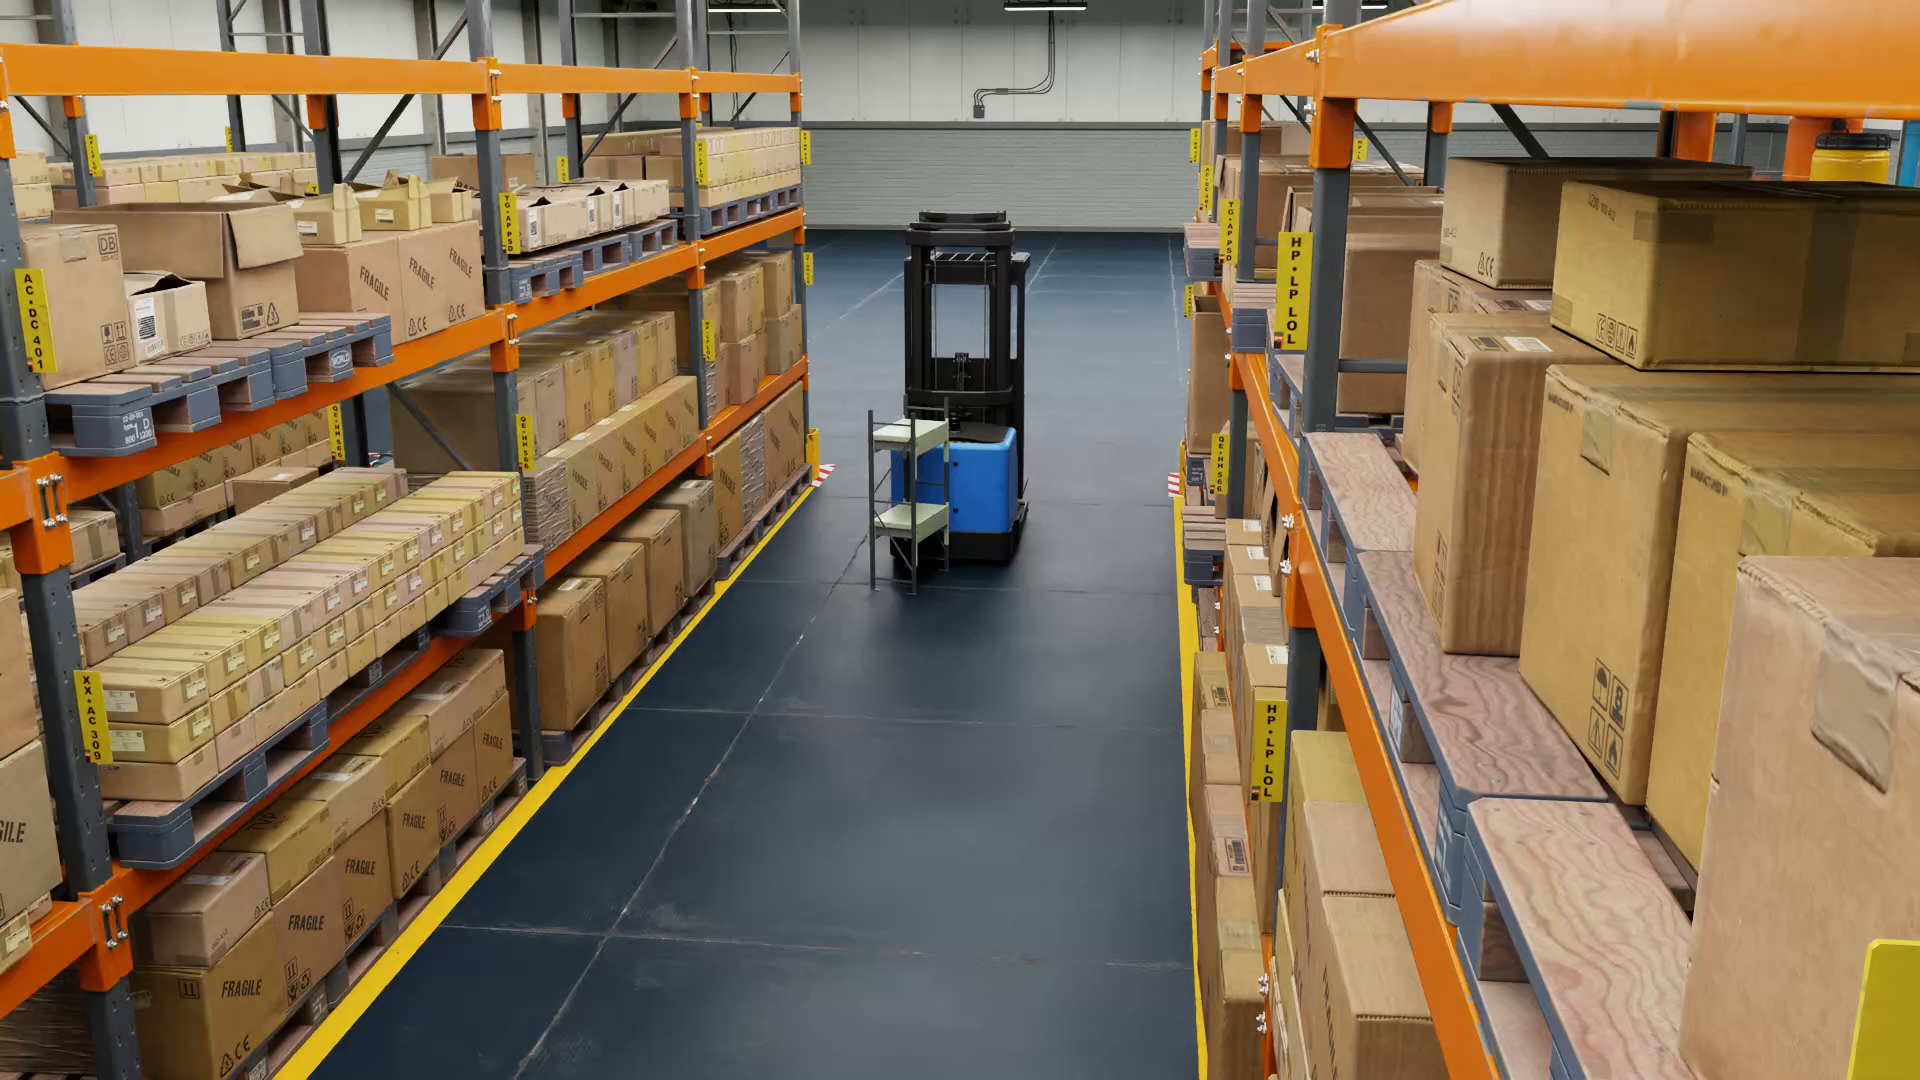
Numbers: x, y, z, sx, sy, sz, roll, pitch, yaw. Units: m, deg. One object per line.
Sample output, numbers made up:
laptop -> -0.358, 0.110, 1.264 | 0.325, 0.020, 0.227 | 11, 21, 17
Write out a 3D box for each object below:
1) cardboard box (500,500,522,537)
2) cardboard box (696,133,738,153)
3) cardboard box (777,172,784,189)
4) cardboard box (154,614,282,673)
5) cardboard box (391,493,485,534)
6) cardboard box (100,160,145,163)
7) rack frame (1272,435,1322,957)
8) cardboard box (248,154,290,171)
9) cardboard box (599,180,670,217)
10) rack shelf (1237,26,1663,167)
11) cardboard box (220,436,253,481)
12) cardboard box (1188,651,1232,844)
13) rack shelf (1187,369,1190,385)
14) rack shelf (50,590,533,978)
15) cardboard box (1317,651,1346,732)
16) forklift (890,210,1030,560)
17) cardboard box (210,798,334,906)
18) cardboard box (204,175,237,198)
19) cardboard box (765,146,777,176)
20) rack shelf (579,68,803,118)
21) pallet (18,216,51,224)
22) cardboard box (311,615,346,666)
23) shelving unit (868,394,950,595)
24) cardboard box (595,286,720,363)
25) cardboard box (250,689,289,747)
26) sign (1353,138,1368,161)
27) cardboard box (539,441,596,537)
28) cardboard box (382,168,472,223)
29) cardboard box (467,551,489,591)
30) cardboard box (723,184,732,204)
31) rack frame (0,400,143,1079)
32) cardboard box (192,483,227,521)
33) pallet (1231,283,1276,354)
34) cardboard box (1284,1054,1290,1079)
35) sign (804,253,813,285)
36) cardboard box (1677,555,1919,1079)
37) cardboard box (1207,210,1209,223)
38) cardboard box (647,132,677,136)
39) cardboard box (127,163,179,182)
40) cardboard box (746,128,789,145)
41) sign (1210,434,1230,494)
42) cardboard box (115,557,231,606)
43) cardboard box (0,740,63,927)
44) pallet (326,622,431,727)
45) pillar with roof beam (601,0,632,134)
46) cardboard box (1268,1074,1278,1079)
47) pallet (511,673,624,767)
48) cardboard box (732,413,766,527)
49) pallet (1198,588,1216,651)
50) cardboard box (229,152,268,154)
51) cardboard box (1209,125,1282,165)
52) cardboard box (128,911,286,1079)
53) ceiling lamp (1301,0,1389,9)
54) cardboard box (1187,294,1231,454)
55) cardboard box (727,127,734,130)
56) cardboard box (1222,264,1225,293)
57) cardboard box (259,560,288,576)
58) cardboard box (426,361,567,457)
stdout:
cardboard box -> -2.595, -0.124, 8.981 | 0.380, 0.149, 0.250 | 2, 15, 7
cardboard box -> -2.077, -3.323, 13.915 | 0.380, 0.149, 0.250 | 1, 15, 5
cardboard box -> -1.877, -3.399, 15.726 | 0.380, 0.149, 0.250 | 2, 15, 7
cardboard box -> -2.885, 0.401, 6.471 | 0.380, 0.149, 0.250 | 2, 15, 7
cardboard box -> -2.652, -0.136, 8.454 | 0.380, 0.149, 0.250 | 2, 15, 8
cardboard box -> -7.572, -3.336, 14.961 | 0.380, 0.149, 0.250 | 2, 15, 7
rack frame -> 1.473, 1.169, 5.092 | 1.000, 3.000, 0.127 | 2, 15, 6
cardboard box -> -6.842, -3.718, 16.372 | 0.380, 0.149, 0.250 | 2, 15, 6
cardboard box -> -2.461, -2.517, 12.267 | 0.500, 0.250, 0.500 | 2, 15, 7
rack shelf -> 1.699, -1.705, 6.373 | 1.077, 0.370, 4.000 | 2, 15, 6
cardboard box -> -7.027, -0.854, 15.599 | 0.500, 0.500, 0.500 | 3, 15, 9
cardboard box -> 1.826, 1.133, 8.491 | 1.225, 0.875, 0.875 | 1, 15, 4
rack shelf -> 2.602, -1.077, 14.777 | 1.077, 0.370, 4.000 | 2, 15, 6
rack shelf -> -3.218, 0.825, 7.741 | 1.077, 0.370, 4.000 | 2, 15, 6
cardboard box -> 1.537, 0.471, 5.561 | 0.797, 0.503, 0.637 | 1, 15, 5
forklift -> 0.068, -1.578, 15.384 | 1.130, 2.935, 3.031 | 2, 15, 6
cardboard box -> -3.040, 1.317, 7.093 | 0.500, 0.250, 0.500 | 2, 15, 8
cardboard box -> -6.976, -3.217, 15.285 | 0.500, 0.250, 0.500 | 2, 15, 7
cardboard box -> -1.982, -3.491, 15.299 | 0.500, 0.250, 0.500 | 2, 15, 6
rack shelf -> -2.315, -3.952, 14.684 | 1.077, 0.370, 4.000 | 2, 15, 6
pallet -> -7.646, -2.398, 12.897 | 1.213, 0.211, 1.003 | 2, 15, 6
cardboard box -> -2.829, 0.412, 7.000 | 0.380, 0.149, 0.250 | 2, 15, 9
shelving unit -> -0.413, -0.385, 13.712 | 0.431, 1.500, 0.755 | 6, 16, 20
cardboard box -> -2.465, -1.766, 13.592 | 0.875, 0.550, 0.550 | 2, 15, 6
cardboard box -> -2.884, 0.690, 6.540 | 0.380, 0.149, 0.250 | 2, 15, 7
sign -> 2.928, -2.778, 12.197 | 0.100, 0.325, 0.005 | 2, 15, 6
cardboard box -> -2.619, -0.329, 10.442 | 0.500, 0.500, 0.500 | 2, 15, 6
cardboard box -> -2.780, -1.794, 8.645 | 0.396, 0.266, 0.258 | 2, 15, 6
cardboard box -> -2.649, 0.151, 8.535 | 0.380, 0.149, 0.250 | 2, 15, 7
cardboard box -> -2.105, -2.872, 13.775 | 0.380, 0.149, 0.250 | 2, 15, 6
rack frame -> -3.443, 0.997, 5.729 | 1.000, 3.000, 0.127 | 2, 15, 6
cardboard box -> -7.087, -0.357, 15.198 | 0.500, 0.250, 0.500 | 3, 15, 9
pallet -> 1.905, -1.057, 7.938 | 1.213, 0.211, 1.003 | 2, 15, 9
cardboard box -> 1.051, 1.494, 4.372 | 0.380, 0.149, 0.250 | 2, 15, 8
sign -> -1.552, -2.769, 16.984 | 0.100, 0.325, 0.005 | 2, 15, 6
cardboard box -> 1.027, 0.323, 1.287 | 0.700, 0.500, 0.500 | 1, 15, 3
cardboard box -> 2.237, -2.542, 13.359 | 0.500, 0.250, 0.500 | 2, 15, 8
cardboard box -> -2.673, -3.472, 14.467 | 0.380, 0.149, 0.250 | 2, 15, 6
cardboard box -> -7.015, -3.185, 14.402 | 0.380, 0.149, 0.250 | 2, 15, 6
cardboard box -> -1.849, -3.850, 15.863 | 0.380, 0.149, 0.250 | 2, 15, 7
sign -> 1.385, -0.402, 8.838 | 0.100, 0.325, 0.005 | 2, 15, 6
cardboard box -> -3.444, 0.180, 7.285 | 0.380, 0.149, 0.250 | 1, 15, 4
cardboard box -> -3.217, 0.939, 5.182 | 0.500, 0.500, 0.500 | 2, 15, 6
pallet -> -3.175, 0.567, 7.687 | 1.003, 0.211, 1.213 | 2, 15, 6
pillar with roof beam -> -5.263, -12.776, 45.171 | 9.100, 9.000, 0.548 | 2, 15, 6
cardboard box -> 1.319, 2.161, 4.690 | 0.875, 0.875, 0.875 | 2, 15, 6
pallet -> -2.828, 1.103, 10.677 | 1.003, 0.211, 1.213 | 2, 15, 6
cardboard box -> -2.302, -0.650, 15.085 | 0.875, 0.875, 0.875 | 2, 15, 7
pallet -> 2.290, 0.642, 12.382 | 1.003, 0.211, 1.213 | 2, 15, 6
cardboard box -> -7.262, -3.861, 16.900 | 0.380, 0.149, 0.250 | 2, 15, 6
cardboard box -> 2.174, -2.911, 12.716 | 0.500, 0.500, 0.500 | 1, 15, 5
cardboard box -> -3.097, 1.817, 6.680 | 0.500, 0.500, 0.500 | 2, 15, 8
ceiling lamp -> 9.100, -14.153, 39.081 | 2.000, 3.185, 0.800 | 2, 15, 6
cardboard box -> 2.147, -1.196, 11.885 | 1.000, 1.000, 1.000 | 2, 15, 7
cardboard box -> -2.443, -4.001, 16.423 | 0.380, 0.149, 0.250 | 2, 15, 7
cardboard box -> 1.837, -1.634, 9.998 | 0.500, 0.250, 0.500 | 2, 15, 8
cardboard box -> -3.390, 0.188, 7.828 | 0.380, 0.149, 0.250 | 2, 15, 6
cardboard box -> -2.876, -0.819, 10.337 | 0.700, 0.500, 0.500 | 1, 15, 5
